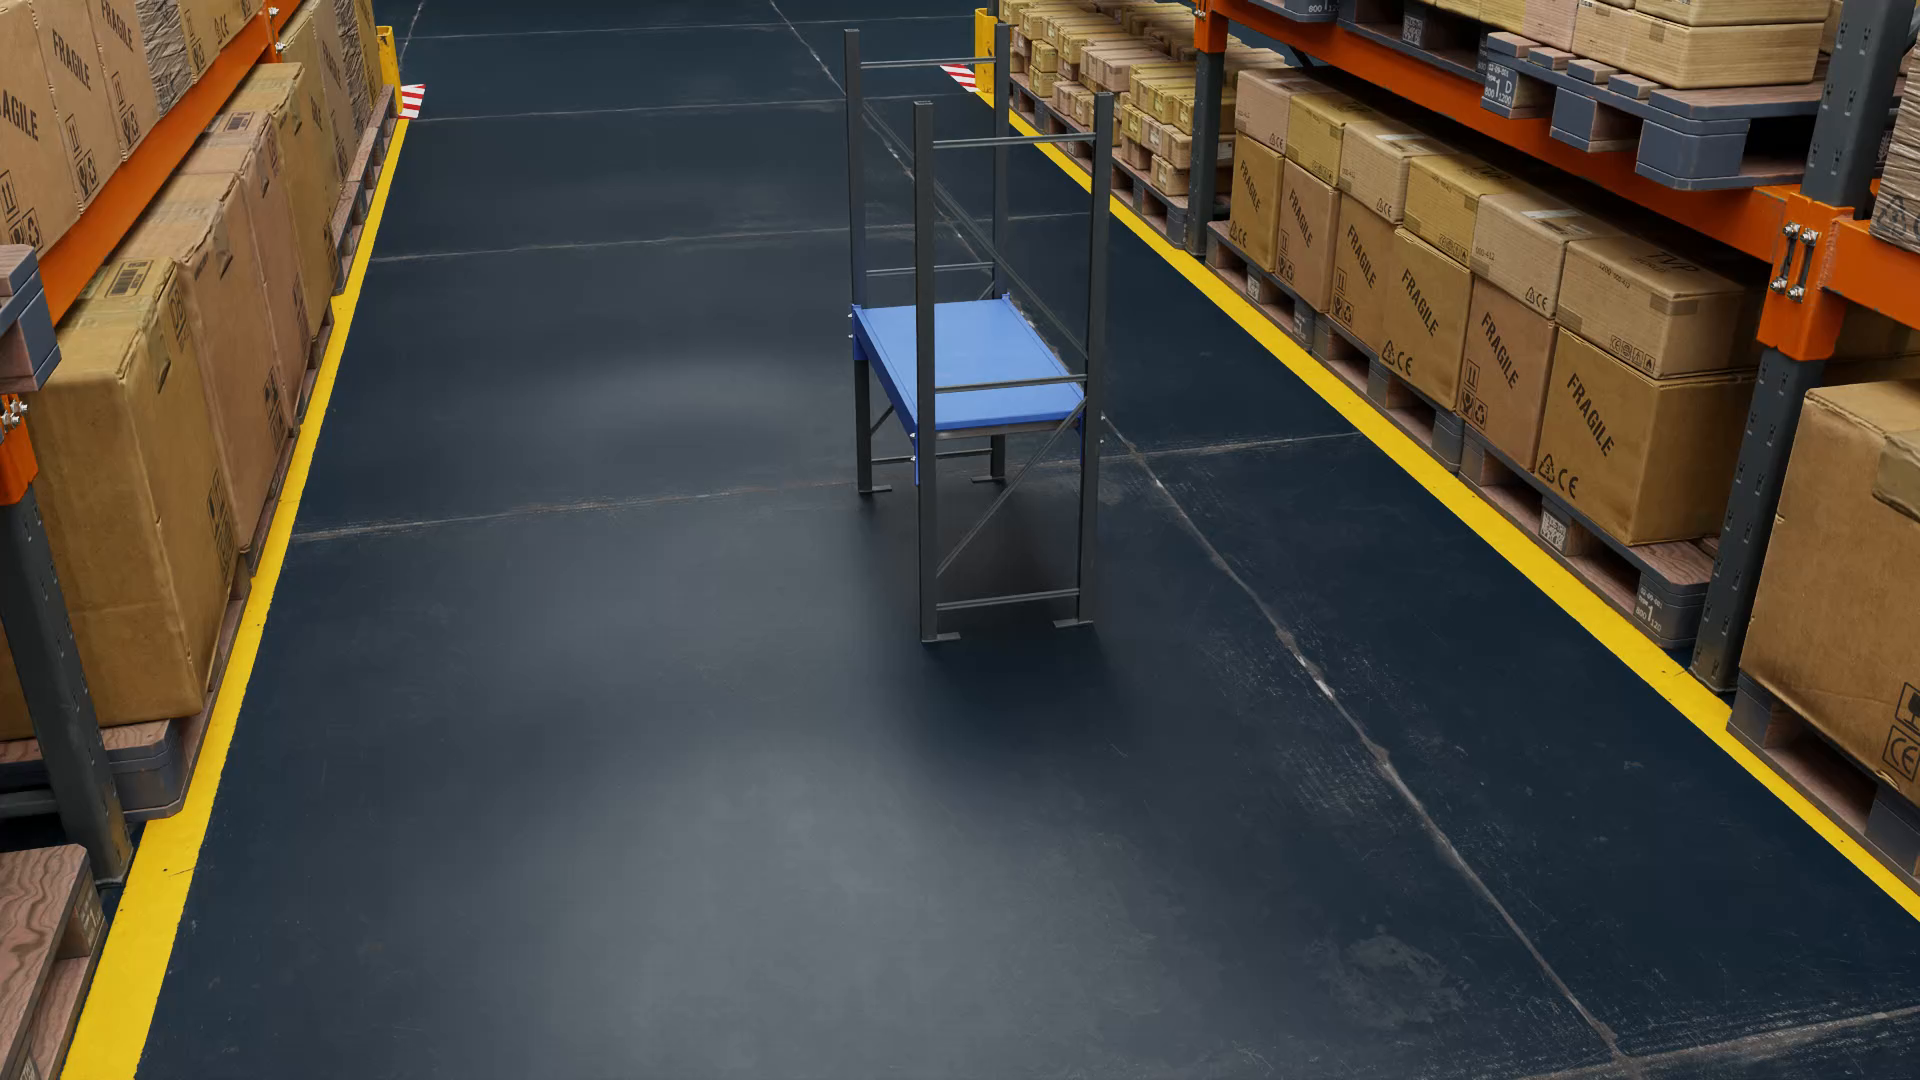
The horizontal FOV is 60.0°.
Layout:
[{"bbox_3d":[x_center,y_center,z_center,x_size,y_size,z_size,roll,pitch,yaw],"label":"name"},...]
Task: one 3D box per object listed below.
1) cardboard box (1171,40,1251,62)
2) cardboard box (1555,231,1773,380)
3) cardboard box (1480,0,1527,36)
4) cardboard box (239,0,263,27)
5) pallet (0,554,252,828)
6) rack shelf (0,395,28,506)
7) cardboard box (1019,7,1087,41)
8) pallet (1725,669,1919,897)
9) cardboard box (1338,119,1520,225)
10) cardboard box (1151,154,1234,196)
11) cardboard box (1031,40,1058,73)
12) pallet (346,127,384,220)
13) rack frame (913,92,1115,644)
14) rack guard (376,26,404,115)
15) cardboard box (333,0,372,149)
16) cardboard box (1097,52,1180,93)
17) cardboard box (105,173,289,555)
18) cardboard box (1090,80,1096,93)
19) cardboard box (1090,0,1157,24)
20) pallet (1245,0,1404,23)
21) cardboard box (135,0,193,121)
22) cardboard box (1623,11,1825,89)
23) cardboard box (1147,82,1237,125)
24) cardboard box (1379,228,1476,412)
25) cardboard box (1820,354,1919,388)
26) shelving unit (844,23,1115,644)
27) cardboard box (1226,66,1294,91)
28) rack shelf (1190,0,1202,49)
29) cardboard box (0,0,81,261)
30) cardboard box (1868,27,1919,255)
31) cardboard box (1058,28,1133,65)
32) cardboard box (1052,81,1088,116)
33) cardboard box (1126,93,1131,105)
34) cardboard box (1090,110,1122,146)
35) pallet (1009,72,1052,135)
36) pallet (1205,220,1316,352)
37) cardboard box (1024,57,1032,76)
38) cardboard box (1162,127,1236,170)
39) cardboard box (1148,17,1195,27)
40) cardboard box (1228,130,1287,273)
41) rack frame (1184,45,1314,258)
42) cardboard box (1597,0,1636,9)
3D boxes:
[{"bbox_3d":[1.397,-2.686,9.280,0.380,0.149,0.250,-7,28,-14],"label":"cardboard box"},{"bbox_3d":[2.075,-0.681,4.746,0.500,0.250,0.500,-7,28,-13],"label":"cardboard box"},{"bbox_3d":[1.760,-1.578,4.860,0.380,0.149,0.250,-6,27,-12],"label":"cardboard box"},{"bbox_3d":[-2.901,-2.165,6.099,0.500,0.500,0.500,-6,27,-11],"label":"cardboard box"},{"bbox_3d":[-2.475,0.349,4.324,1.003,0.211,1.213,-6,27,-12],"label":"pallet"},{"bbox_3d":[-1.920,0.657,1.417,1.077,0.370,4.000,-6,27,-12],"label":"rack shelf"},{"bbox_3d":[0.580,-3.196,10.292,0.380,0.149,0.250,-6,27,-12],"label":"cardboard box"},{"bbox_3d":[2.588,0.598,3.832,1.003,0.211,1.213,-6,27,-12],"label":"pallet"},{"bbox_3d":[1.725,-1.354,6.080,0.500,0.250,0.500,-5,27,-10],"label":"cardboard box"},{"bbox_3d":[1.162,-1.809,8.204,0.380,0.149,0.250,-6,27,-11],"label":"cardboard box"},{"bbox_3d":[0.649,-2.956,10.146,0.380,0.149,0.250,-5,27,-10],"label":"cardboard box"},{"bbox_3d":[-3.646,-1.931,8.842,1.003,0.211,1.213,-6,27,-12],"label":"pallet"},{"bbox_3d":[0.134,-0.409,4.396,0.500,1.500,0.032,-6,27,-12],"label":"rack frame"},{"bbox_3d":[-4.179,-2.948,10.537,1.175,0.500,0.348,-6,27,-12],"label":"rack guard"},{"bbox_3d":[-3.747,-2.620,9.005,0.875,0.875,0.875,-6,27,-12],"label":"cardboard box"},{"bbox_3d":[0.956,-2.515,8.942,0.380,0.149,0.250,-7,28,-14],"label":"cardboard box"},{"bbox_3d":[-2.700,-0.478,4.760,1.225,0.875,0.875,-6,27,-11],"label":"cardboard box"},{"bbox_3d":[0.954,-2.615,9.470,0.380,0.149,0.250,-5,27,-9],"label":"cardboard box"},{"bbox_3d":[1.048,-3.371,10.637,0.380,0.149,0.250,-5,27,-11],"label":"cardboard box"},{"bbox_3d":[1.613,-2.321,6.733,1.003,0.211,1.213,-6,27,-12],"label":"pallet"},{"bbox_3d":[-2.563,-1.498,4.778,0.500,0.500,0.500,-6,27,-11],"label":"cardboard box"},{"bbox_3d":[1.925,-1.246,4.203,0.380,0.149,0.250,-5,27,-11],"label":"cardboard box"},{"bbox_3d":[1.153,-2.175,8.268,0.380,0.149,0.250,-6,27,-11],"label":"cardboard box"},{"bbox_3d":[1.833,-0.794,5.802,0.500,0.500,0.500,-7,28,-14],"label":"cardboard box"},{"bbox_3d":[2.573,-0.409,5.040,0.500,0.500,0.500,-7,28,-14],"label":"cardboard box"},{"bbox_3d":[0.019,-0.632,4.838,0.538,1.500,1.048,-6,27,-12],"label":"shelving unit"},{"bbox_3d":[1.598,-2.343,8.600,0.380,0.149,0.250,-6,27,-12],"label":"cardboard box"},{"bbox_3d":[1.132,-3.314,9.285,1.077,0.370,4.000,-6,27,-12],"label":"rack shelf"},{"bbox_3d":[-2.215,-0.827,3.449,0.500,0.500,0.500,-5,27,-10],"label":"cardboard box"},{"bbox_3d":[2.322,-0.821,3.437,0.500,0.500,0.500,-6,27,-11],"label":"cardboard box"},{"bbox_3d":[0.784,-2.853,9.611,0.380,0.149,0.250,-6,27,-11],"label":"cardboard box"},{"bbox_3d":[0.761,-2.607,9.783,0.380,0.149,0.250,-7,28,-14],"label":"cardboard box"},{"bbox_3d":[1.090,-2.264,8.774,0.380,0.149,0.250,-6,27,-11],"label":"cardboard box"},{"bbox_3d":[0.929,-2.264,9.104,0.380,0.149,0.250,-6,27,-12],"label":"cardboard box"},{"bbox_3d":[0.847,-2.875,10.711,1.003,0.211,1.213,-6,27,-12],"label":"pallet"},{"bbox_3d":[1.760,-1.171,7.335,1.003,0.211,1.213,-6,27,-12],"label":"pallet"},{"bbox_3d":[0.626,-3.059,10.679,0.380,0.149,0.250,-6,27,-12],"label":"cardboard box"},{"bbox_3d":[1.202,-1.911,8.074,0.380,0.149,0.250,-5,27,-11],"label":"cardboard box"},{"bbox_3d":[1.342,-3.037,9.976,0.380,0.149,0.250,-5,27,-10],"label":"cardboard box"},{"bbox_3d":[1.491,-1.477,7.156,0.500,0.500,0.500,-5,27,-10],"label":"cardboard box"},{"bbox_3d":[1.583,-2.757,7.383,1.000,3.000,0.127,-6,27,-12],"label":"rack frame"},{"bbox_3d":[1.867,-1.497,4.369,0.380,0.149,0.250,-5,27,-10],"label":"cardboard box"}]
